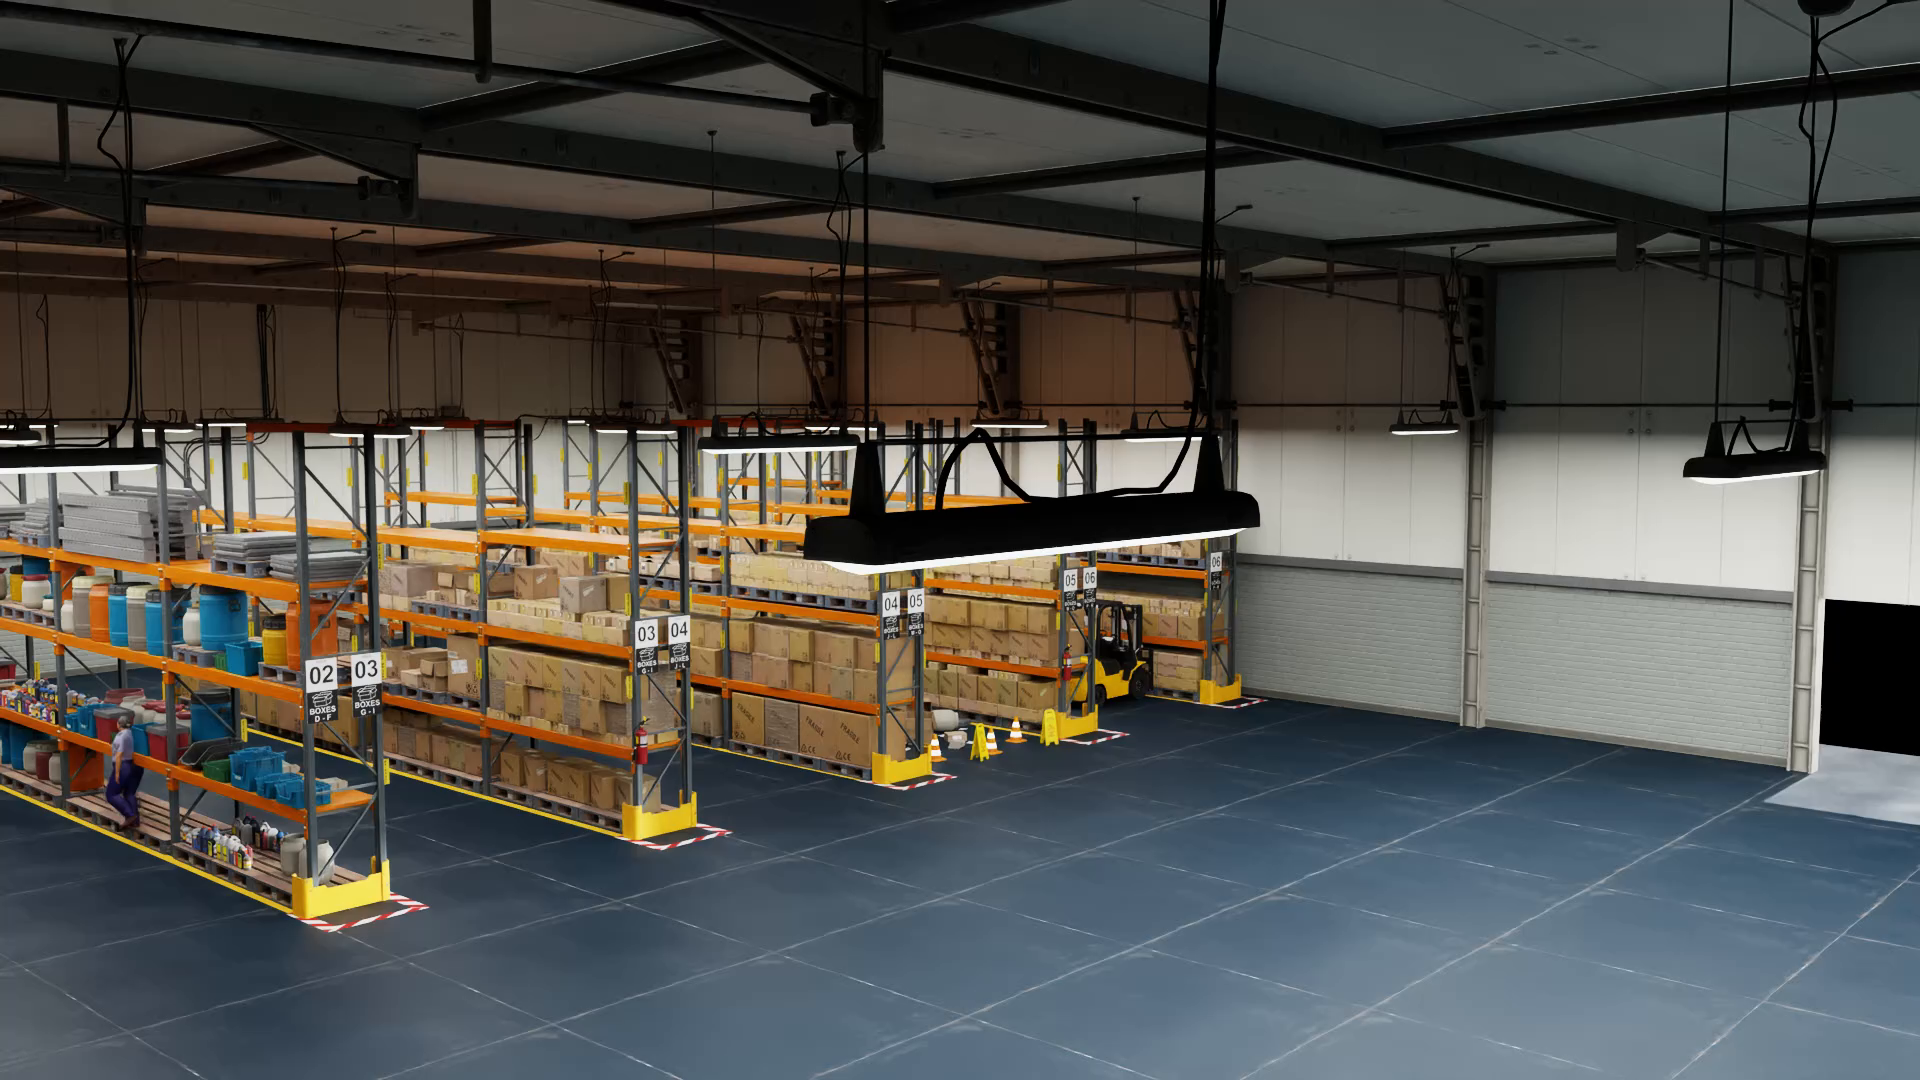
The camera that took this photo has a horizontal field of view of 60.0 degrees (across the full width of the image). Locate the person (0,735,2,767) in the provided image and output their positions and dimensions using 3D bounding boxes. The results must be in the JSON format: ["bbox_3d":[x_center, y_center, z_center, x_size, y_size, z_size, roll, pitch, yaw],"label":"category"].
[{"bbox_3d":[-14.958,3.361,25.468,0.916,1.731,0.565,3,6,36],"label":"person"}]

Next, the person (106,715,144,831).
[{"bbox_3d":[-12.023,3.356,24.043,0.449,1.630,0.516,1,5,16],"label":"person"}]
